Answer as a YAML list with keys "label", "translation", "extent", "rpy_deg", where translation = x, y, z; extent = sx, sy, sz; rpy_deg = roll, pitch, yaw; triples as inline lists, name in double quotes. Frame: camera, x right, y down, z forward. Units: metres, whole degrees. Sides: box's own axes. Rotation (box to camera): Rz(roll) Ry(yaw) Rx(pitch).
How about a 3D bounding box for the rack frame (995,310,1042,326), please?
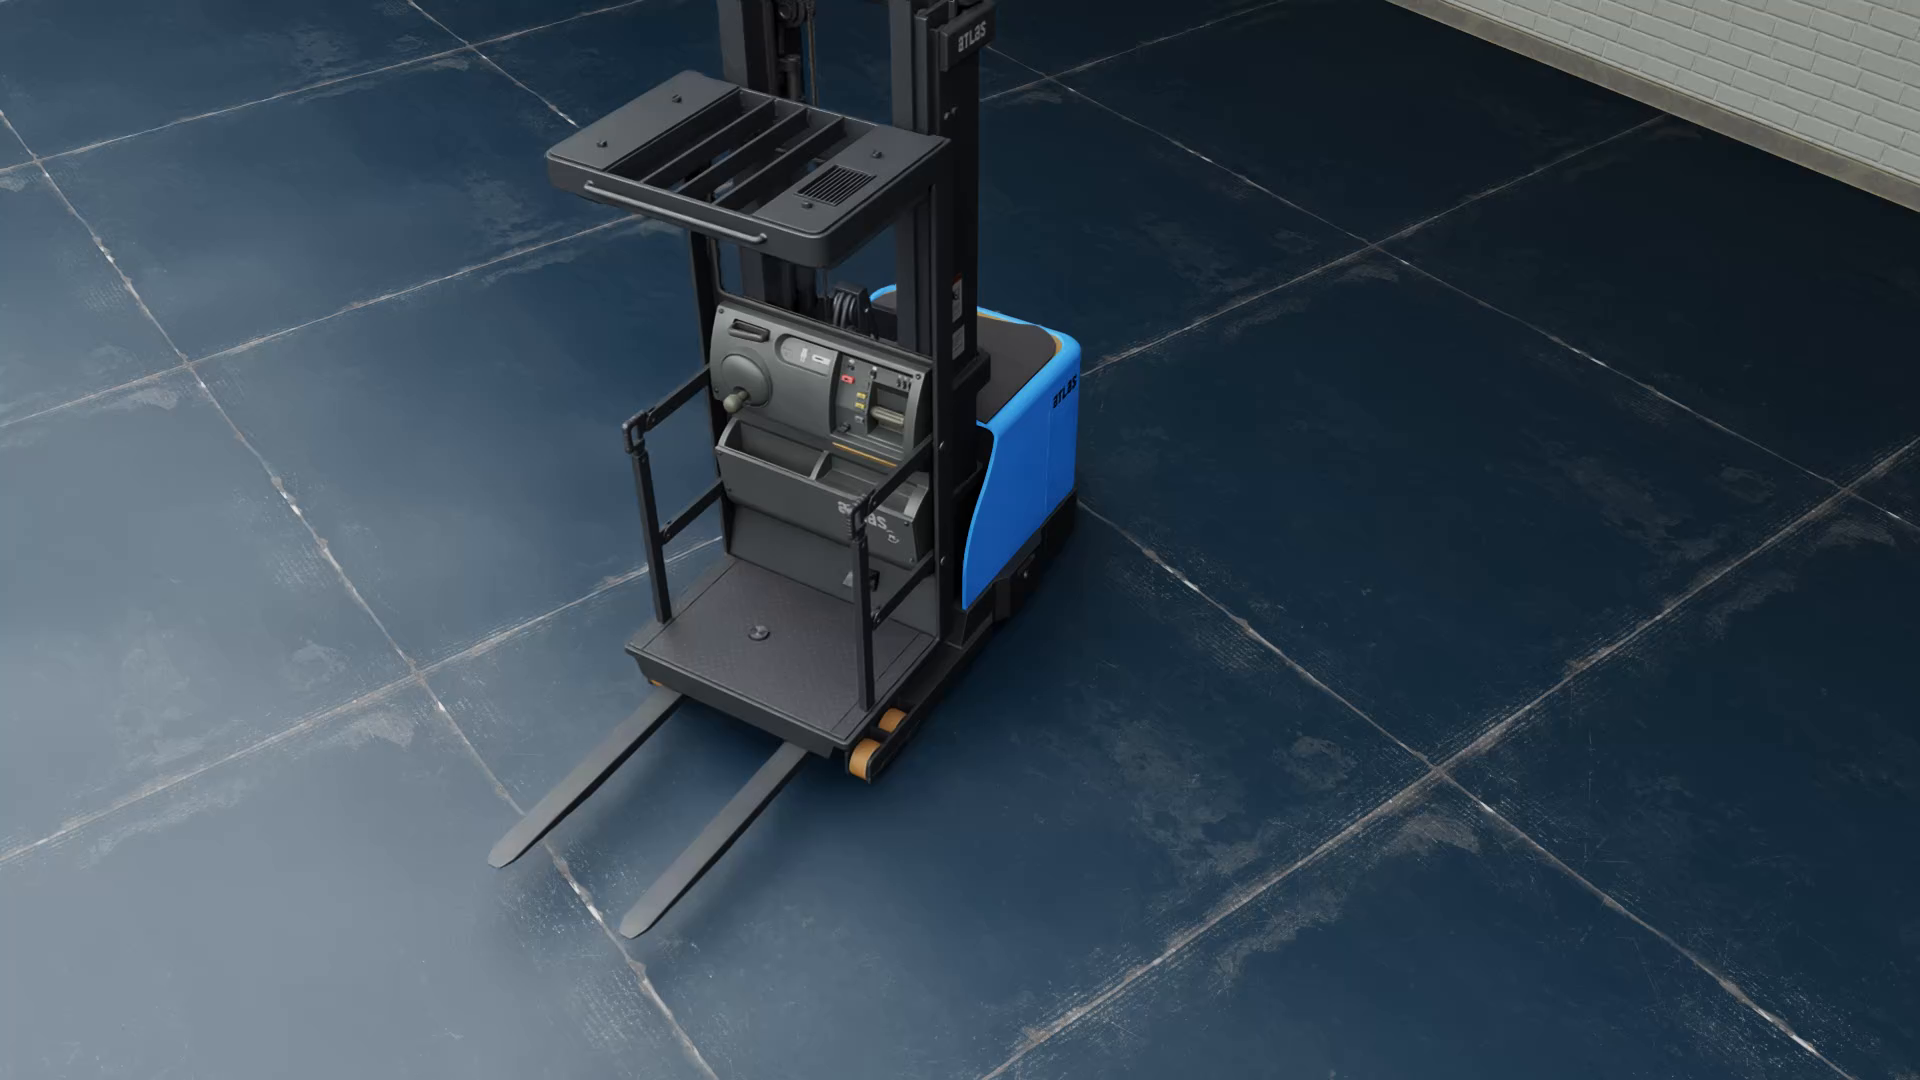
- label: "rack frame"
  translation: [0.266, -0.664, 7.850]
  extent: [0.240, 0.900, 0.006]
  rpy_deg: [21, 44, 23]

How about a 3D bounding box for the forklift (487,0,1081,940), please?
- label: "forklift"
  translation: [-0.648, -0.519, 6.072]
  extent: [1.130, 2.935, 3.031]
  rpy_deg: [21, 44, 23]

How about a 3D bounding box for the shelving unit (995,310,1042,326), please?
- label: "shelving unit"
  translation: [0.214, -0.608, 7.782]
  extent: [0.258, 0.900, 0.210]
  rpy_deg: [21, 44, 23]
